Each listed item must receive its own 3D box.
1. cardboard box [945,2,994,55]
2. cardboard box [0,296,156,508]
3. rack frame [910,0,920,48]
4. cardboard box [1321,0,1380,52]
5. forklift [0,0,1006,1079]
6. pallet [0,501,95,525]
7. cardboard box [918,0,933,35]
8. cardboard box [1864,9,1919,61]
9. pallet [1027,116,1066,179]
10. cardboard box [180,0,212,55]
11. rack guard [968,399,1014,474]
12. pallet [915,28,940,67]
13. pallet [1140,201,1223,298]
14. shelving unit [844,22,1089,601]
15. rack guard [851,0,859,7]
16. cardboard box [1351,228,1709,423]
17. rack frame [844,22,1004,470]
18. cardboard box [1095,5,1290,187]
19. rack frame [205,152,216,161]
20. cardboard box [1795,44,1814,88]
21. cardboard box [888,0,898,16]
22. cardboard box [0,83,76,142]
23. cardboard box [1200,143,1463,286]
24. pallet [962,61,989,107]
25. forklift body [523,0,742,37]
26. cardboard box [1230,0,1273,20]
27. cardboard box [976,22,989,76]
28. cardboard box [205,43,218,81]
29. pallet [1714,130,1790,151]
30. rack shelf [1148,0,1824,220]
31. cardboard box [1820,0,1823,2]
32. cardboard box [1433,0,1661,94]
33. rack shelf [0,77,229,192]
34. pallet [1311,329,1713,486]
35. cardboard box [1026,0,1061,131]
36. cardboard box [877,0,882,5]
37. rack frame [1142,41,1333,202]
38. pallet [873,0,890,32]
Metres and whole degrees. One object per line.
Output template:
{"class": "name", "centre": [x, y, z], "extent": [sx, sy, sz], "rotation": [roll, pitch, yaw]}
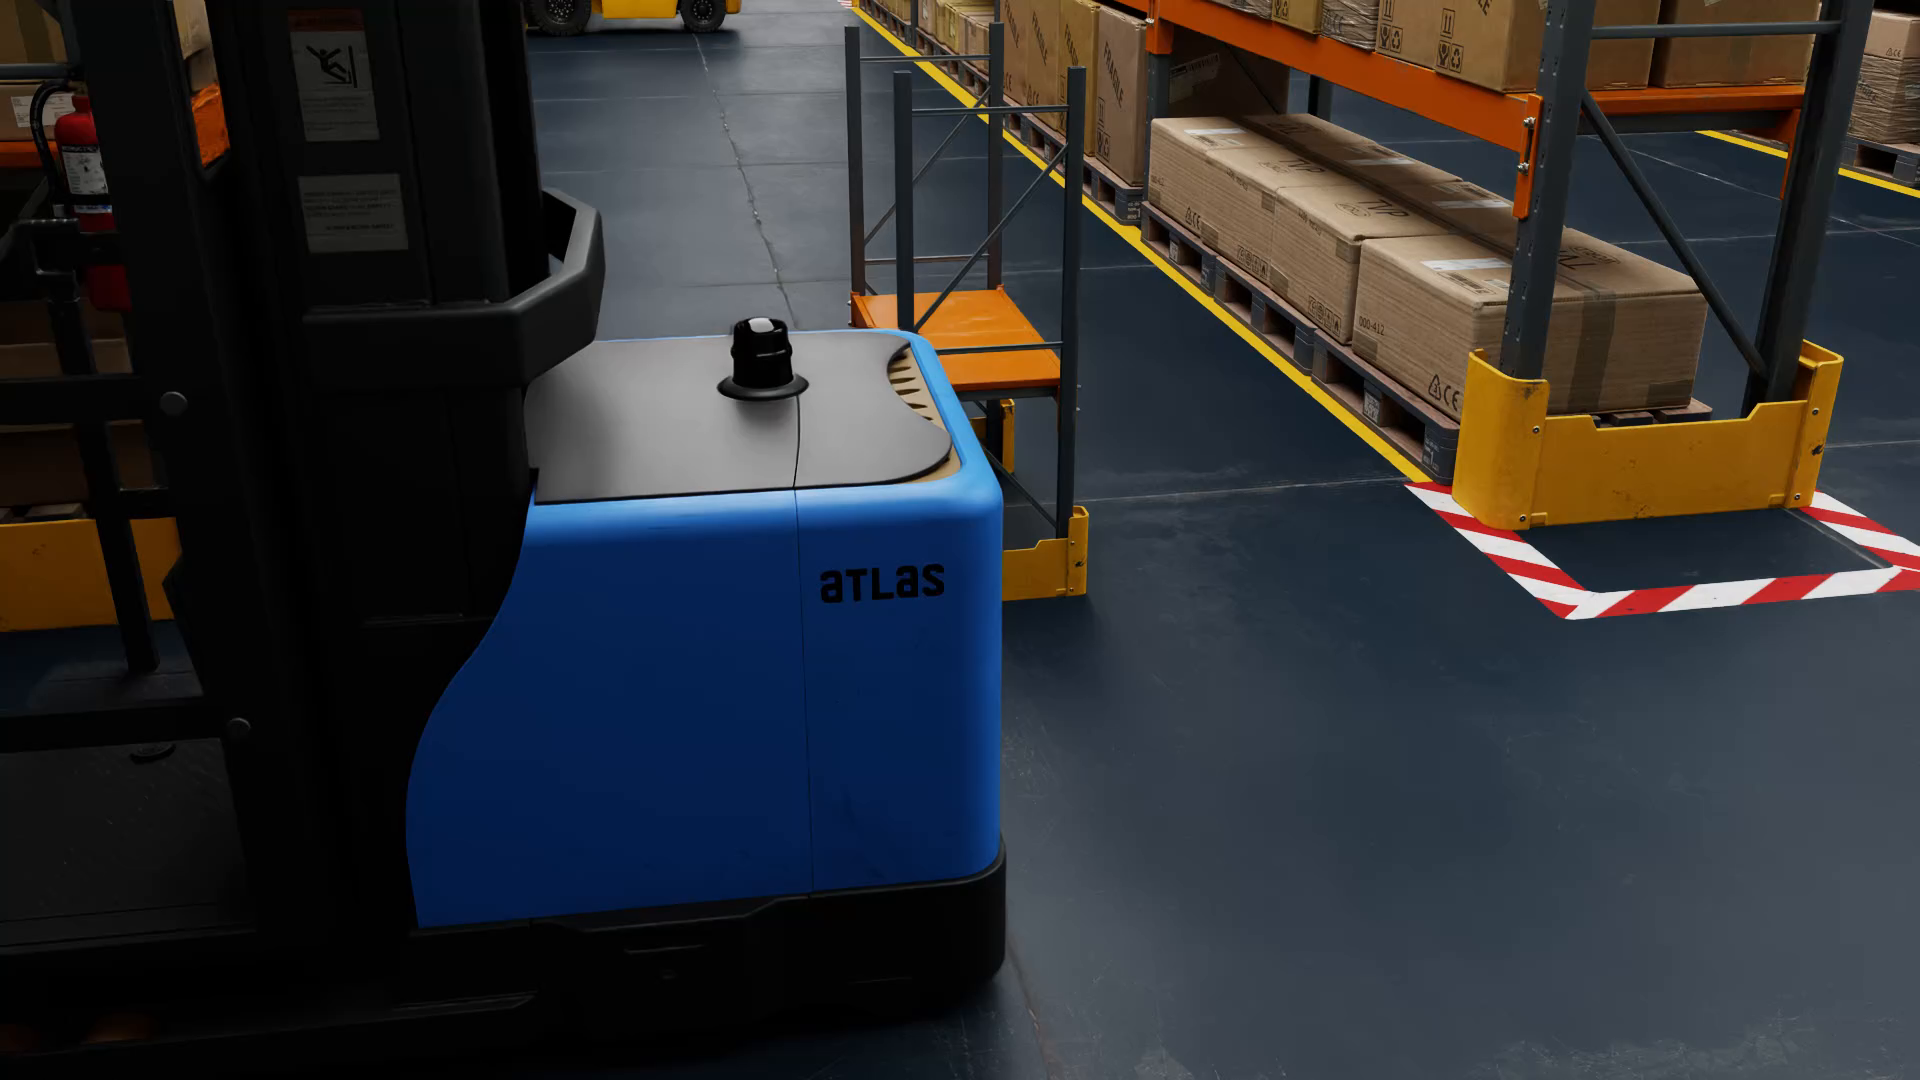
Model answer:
{"class": "cardboard box", "centre": [0.385, -4.466, 14.487], "extent": [0.950, 0.372, 0.625], "rotation": [-4, 24, -8]}
{"class": "cardboard box", "centre": [-2.659, -0.447, 5.121], "extent": [0.797, 0.503, 0.637], "rotation": [-5, 24, -12]}
{"class": "rack frame", "centre": [0.019, -6.240, 15.790], "extent": [1.000, 3.000, 0.127], "rotation": [-4, 24, -10]}
{"class": "cardboard box", "centre": [1.706, -2.136, 6.269], "extent": [0.500, 0.500, 0.500], "rotation": [-4, 24, -8]}
{"class": "forklift", "centre": [-1.476, -0.551, 2.850], "extent": [3.031, 2.935, 1.130], "rotation": [-4, 24, -8]}
{"class": "pallet", "centre": [-2.801, -0.217, 5.483], "extent": [1.003, 0.211, 1.213], "rotation": [-4, 24, -10]}
{"class": "cardboard box", "centre": [0.119, -5.022, 15.760], "extent": [0.950, 0.372, 0.625], "rotation": [-4, 24, -9]}
{"class": "cardboard box", "centre": [5.959, -3.164, 10.409], "extent": [0.500, 0.250, 0.500], "rotation": [-5, 24, -11]}
{"class": "pallet", "centre": [1.053, -2.594, 10.927], "extent": [1.003, 0.211, 1.213], "rotation": [-4, 24, -10]}
{"class": "cardboard box", "centre": [-2.552, -1.616, 5.017], "extent": [0.500, 0.250, 0.500], "rotation": [-4, 24, -9]}
{"class": "rack guard", "centre": [-0.106, -0.340, 5.717], "extent": [0.587, 0.250, 0.087], "rotation": [-4, 24, -10]}
{"class": "pallet", "centre": [0.165, -4.656, 15.647], "extent": [1.003, 0.211, 1.213], "rotation": [-4, 24, -10]}
{"class": "pallet", "centre": [1.562, -1.511, 8.445], "extent": [1.003, 0.211, 1.213], "rotation": [-4, 24, -10]}
{"class": "shelving unit", "centre": [-0.014, -0.717, 5.018], "extent": [0.587, 1.500, 1.083], "rotation": [-4, 24, -10]}
{"class": "rack guard", "centre": [-0.706, -6.638, 19.824], "extent": [1.175, 0.500, 0.348], "rotation": [-4, 24, -10]}
{"class": "cardboard box", "centre": [2.018, -0.791, 5.989], "extent": [0.875, 0.438, 0.875], "rotation": [-5, 24, -12]}
{"class": "rack frame", "centre": [-0.110, -0.921, 5.484], "extent": [0.500, 1.500, 0.032], "rotation": [-4, 24, -10]}
{"class": "cardboard box", "centre": [1.305, -2.550, 9.471], "extent": [0.875, 0.875, 0.875], "rotation": [-4, 24, -8]}
{"class": "rack frame", "centre": [-3.379, -2.725, 7.741], "extent": [1.000, 3.000, 0.127], "rotation": [-4, 24, -10]}
{"class": "cardboard box", "centre": [5.866, -3.021, 11.017], "extent": [0.500, 0.500, 0.500], "rotation": [-5, 24, -11]}
{"class": "cardboard box", "centre": [-0.462, -5.594, 17.221], "extent": [0.500, 0.250, 0.500], "rotation": [-5, 24, -11]}
{"class": "cardboard box", "centre": [-2.430, -1.186, 4.531], "extent": [0.380, 0.149, 0.250], "rotation": [-4, 24, -10]}
{"class": "cardboard box", "centre": [1.676, -1.505, 7.624], "extent": [0.875, 0.438, 0.875], "rotation": [-5, 24, -11]}
{"class": "pallet", "centre": [0.616, -3.696, 13.450], "extent": [1.003, 0.211, 1.213], "rotation": [-4, 24, -10]}
{"class": "forklift body", "centre": [-3.454, -6.445, 17.319], "extent": [2.313, 2.155, 1.214], "rotation": [-4, 24, -10]}
{"class": "cardboard box", "centre": [1.503, -2.541, 7.195], "extent": [0.500, 0.500, 0.500], "rotation": [-4, 24, -9]}
{"class": "cardboard box", "centre": [0.664, -3.878, 13.140], "extent": [0.950, 0.372, 0.625], "rotation": [-6, 24, -13]}
{"class": "cardboard box", "centre": [-2.647, -1.591, 5.459], "extent": [0.380, 0.149, 0.250], "rotation": [-4, 24, -9]}
{"class": "pallet", "centre": [5.970, -3.009, 11.875], "extent": [1.003, 0.211, 1.213], "rotation": [-4, 24, -10]}
{"class": "rack shelf", "centre": [1.869, -1.977, 6.928], "extent": [1.077, 0.370, 4.000], "rotation": [-4, 24, -10]}
{"class": "cardboard box", "centre": [5.765, -3.574, 11.348], "extent": [0.500, 0.250, 0.500], "rotation": [-5, 24, -12]}
{"class": "cardboard box", "centre": [1.889, -1.736, 5.352], "extent": [0.500, 0.500, 0.500], "rotation": [-4, 24, -9]}
{"class": "rack shelf", "centre": [-3.009, -1.608, 6.084], "extent": [1.077, 0.370, 4.000], "rotation": [-4, 24, -10]}
{"class": "pallet", "centre": [2.014, -0.551, 6.248], "extent": [1.003, 0.211, 1.213], "rotation": [-4, 24, -10]}
{"class": "cardboard box", "centre": [0.966, -3.257, 11.089], "extent": [0.875, 0.875, 0.875], "rotation": [-4, 24, -9]}
{"class": "cardboard box", "centre": [-0.643, -5.993, 18.135], "extent": [0.500, 0.250, 0.500], "rotation": [-3, 24, -6]}
{"class": "rack frame", "centre": [1.499, -3.093, 8.585], "extent": [1.000, 3.000, 0.127], "rotation": [-4, 24, -10]}
{"class": "pallet", "centre": [-0.368, -5.705, 18.048], "extent": [1.003, 0.211, 1.213], "rotation": [-4, 24, -10]}
